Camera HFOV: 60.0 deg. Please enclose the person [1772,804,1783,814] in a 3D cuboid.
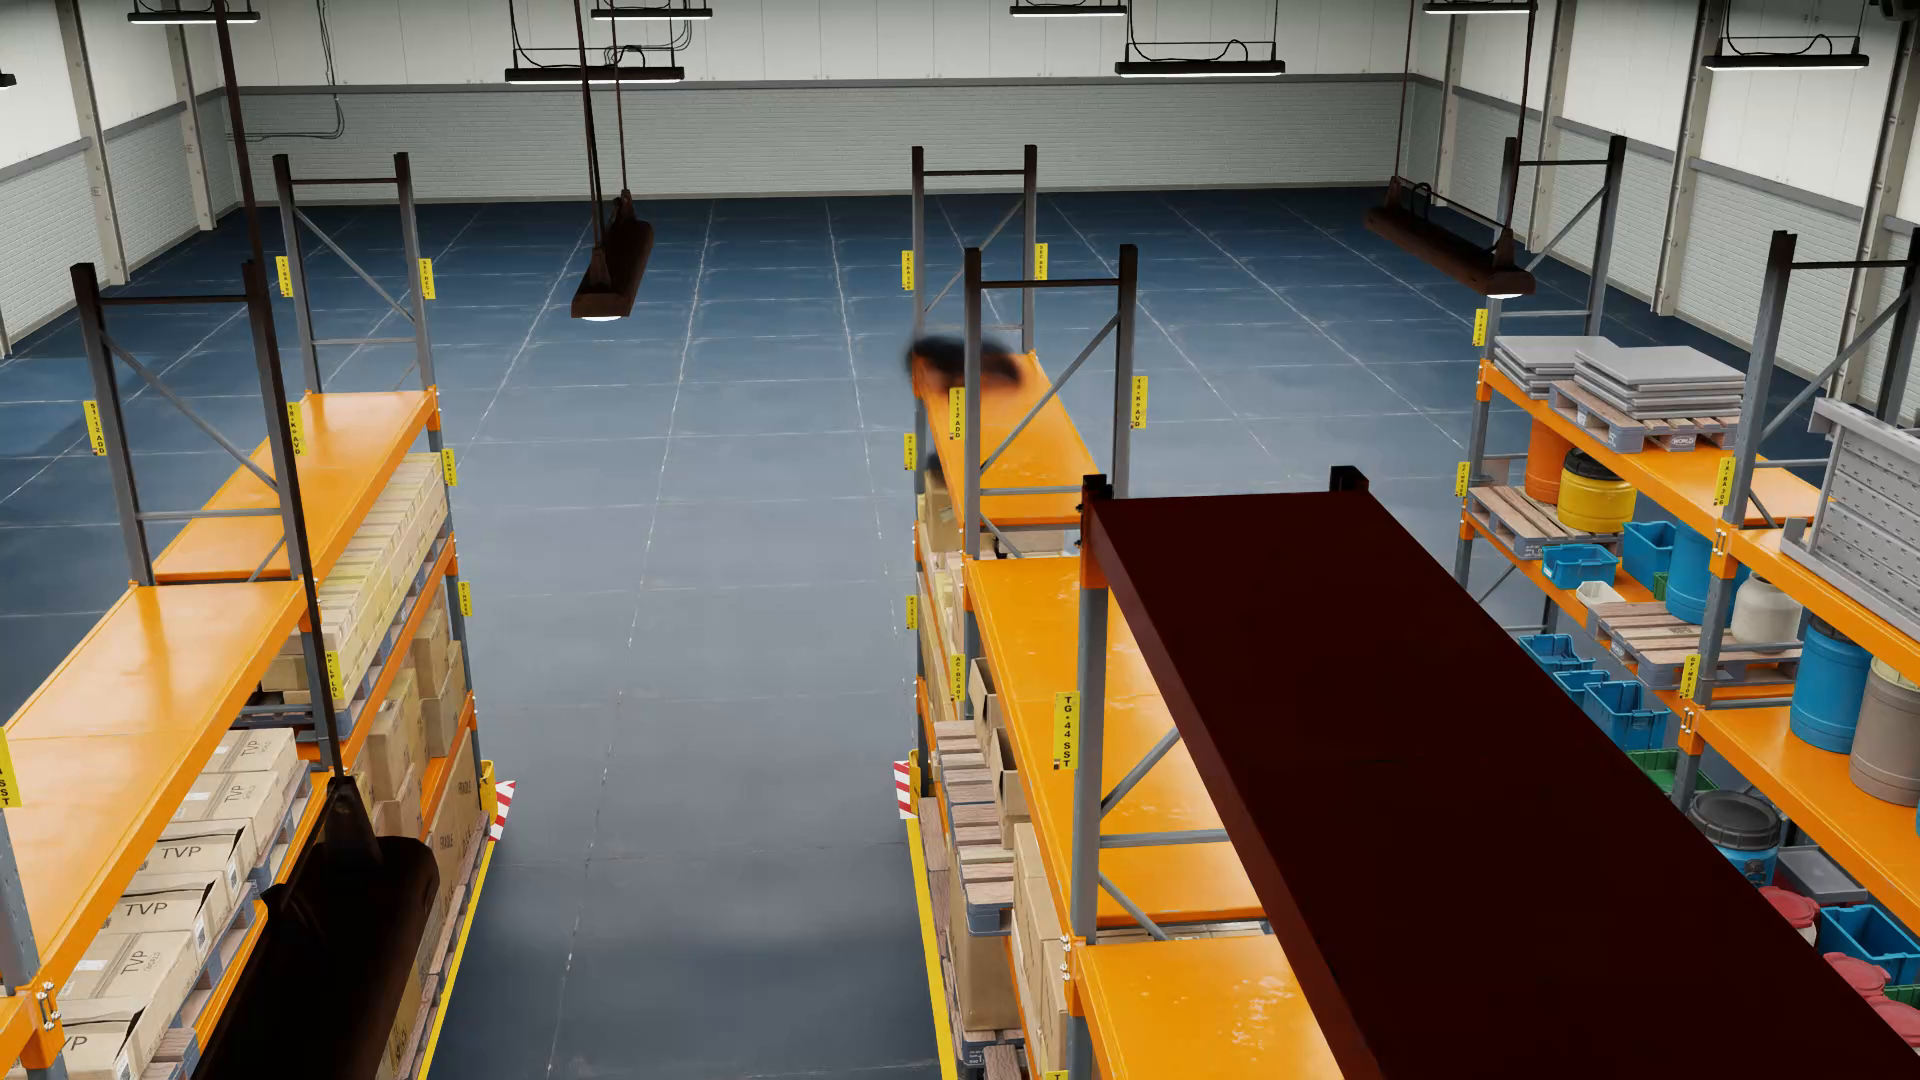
[{"bbox_3d":[7.676,1.951,14.769,0.584,1.510,0.905,-13,25,-29],"label":"person"}]
